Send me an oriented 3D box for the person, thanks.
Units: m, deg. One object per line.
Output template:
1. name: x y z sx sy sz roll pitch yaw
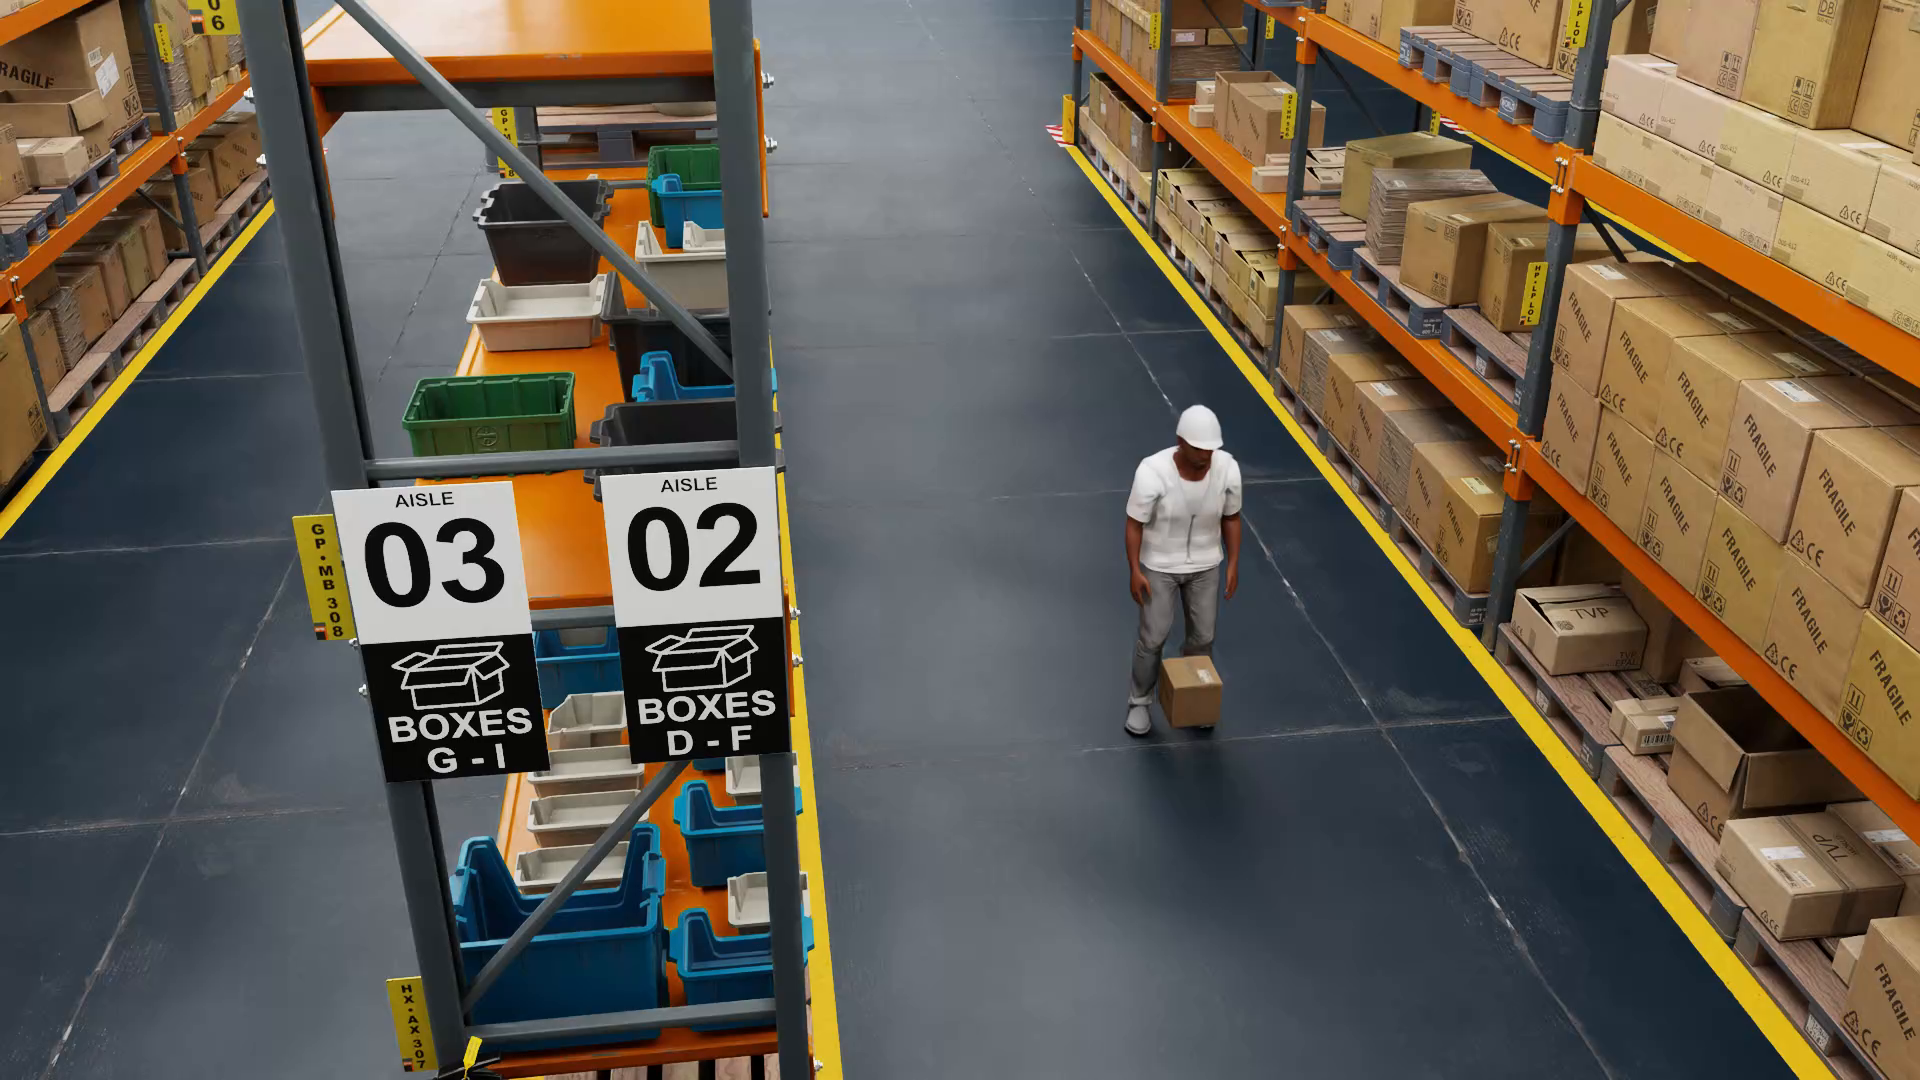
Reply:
1. person: 1.115 0.135 8.331 0.601 1.763 0.443 -4 27 -9
